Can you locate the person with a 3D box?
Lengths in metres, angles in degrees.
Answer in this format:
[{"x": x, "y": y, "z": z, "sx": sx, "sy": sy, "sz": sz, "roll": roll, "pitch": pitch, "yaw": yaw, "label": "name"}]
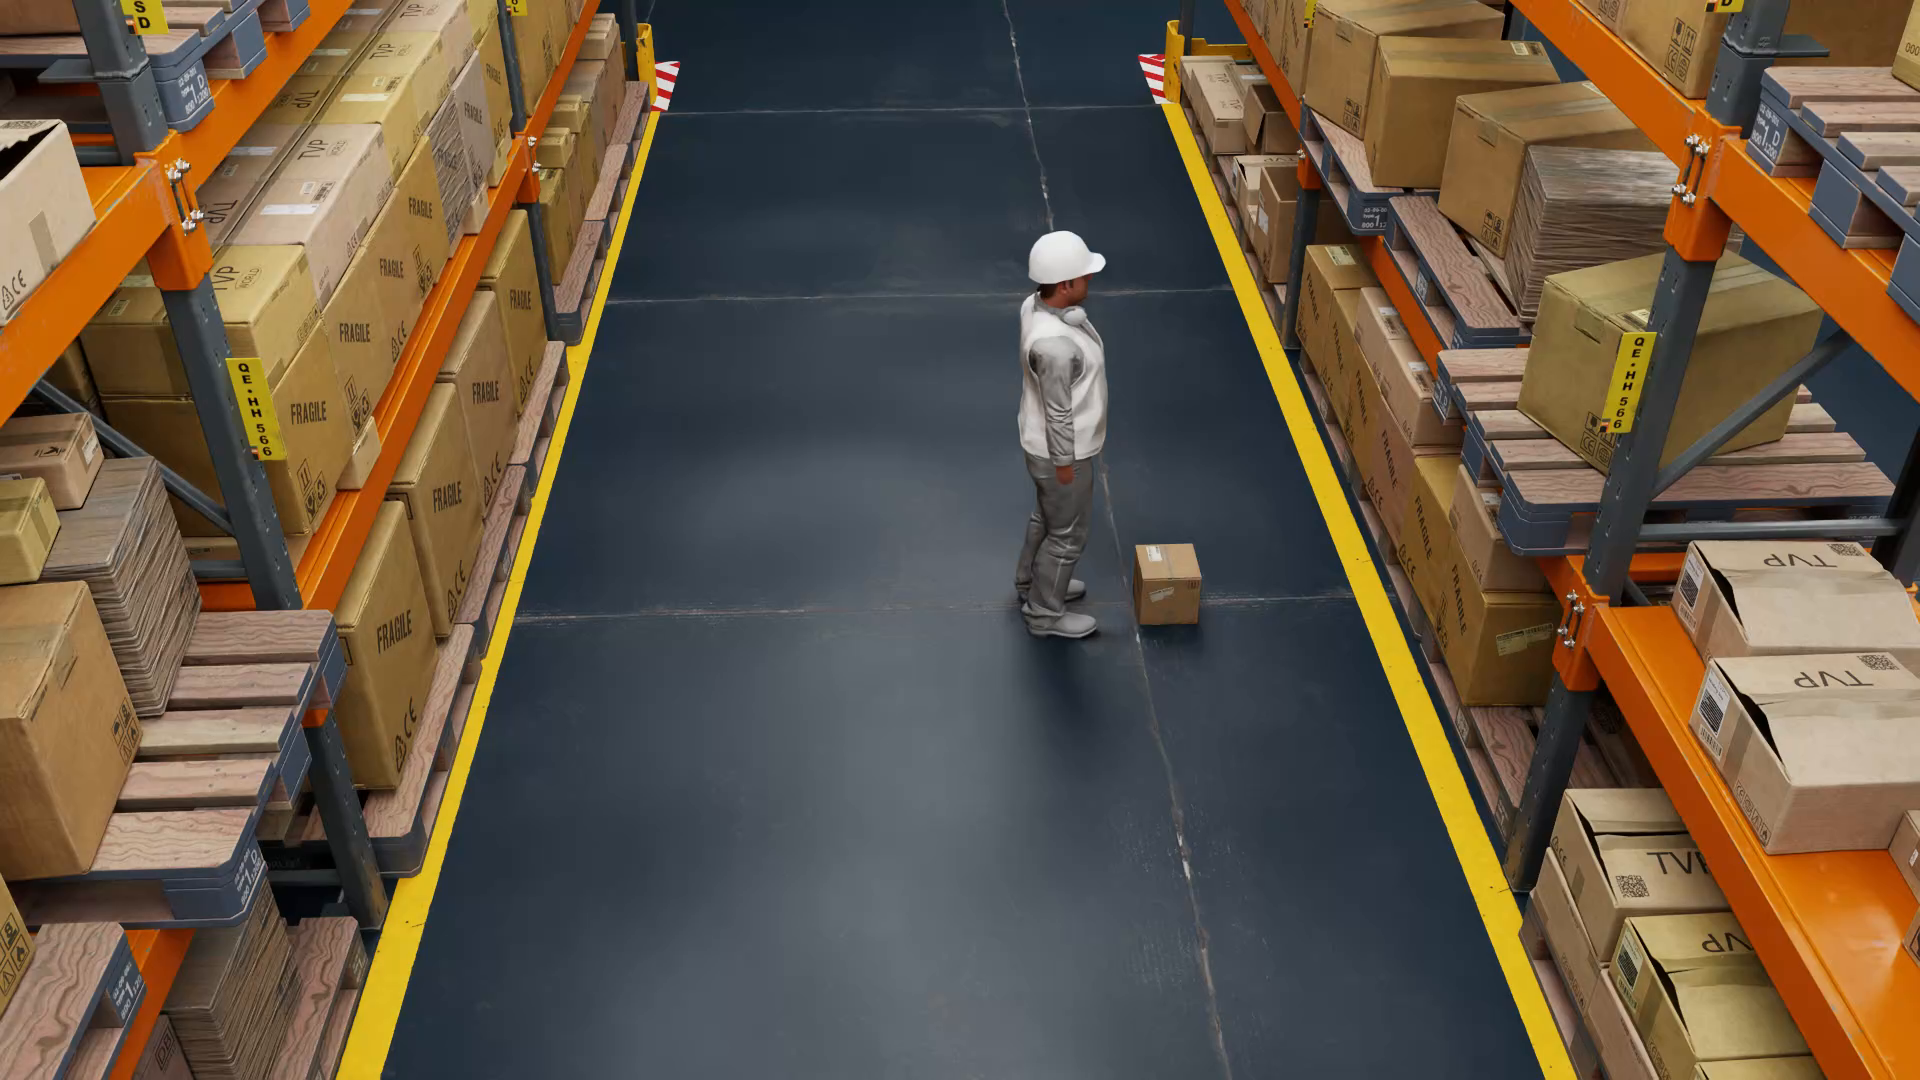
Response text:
[{"x": 0.411, "y": -0.422, "z": 6.732, "sx": 0.357, "sy": 1.769, "sz": 0.531, "roll": -1, "pitch": 35, "yaw": -1, "label": "person"}]
